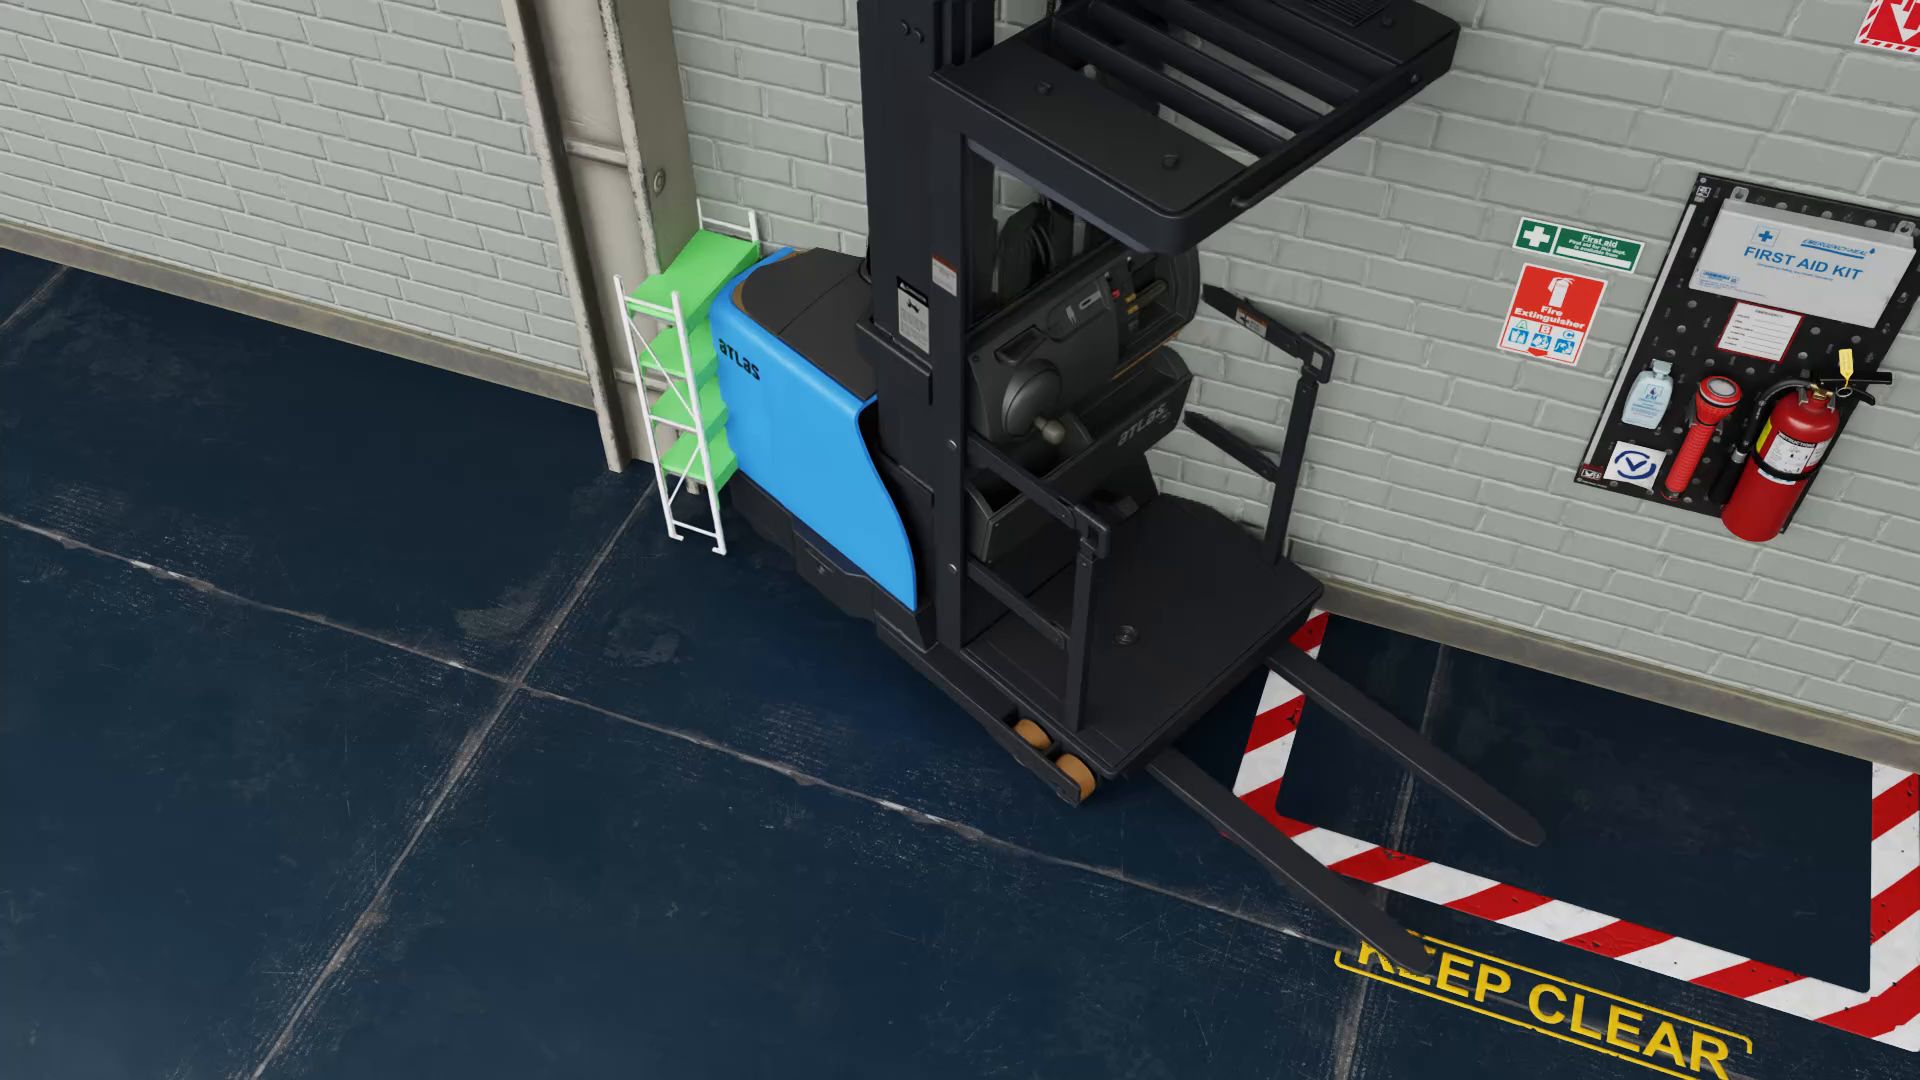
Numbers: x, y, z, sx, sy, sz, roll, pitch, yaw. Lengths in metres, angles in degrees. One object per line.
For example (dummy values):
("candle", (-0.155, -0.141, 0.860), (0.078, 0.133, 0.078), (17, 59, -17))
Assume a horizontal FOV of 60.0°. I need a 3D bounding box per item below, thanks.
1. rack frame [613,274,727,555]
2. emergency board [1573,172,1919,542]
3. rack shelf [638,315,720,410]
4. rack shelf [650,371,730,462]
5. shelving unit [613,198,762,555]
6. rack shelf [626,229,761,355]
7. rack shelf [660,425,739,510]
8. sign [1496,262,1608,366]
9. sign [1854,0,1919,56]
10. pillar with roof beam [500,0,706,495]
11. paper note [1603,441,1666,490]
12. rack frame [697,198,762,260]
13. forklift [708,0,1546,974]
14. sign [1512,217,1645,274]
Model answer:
("rack frame", (-0.994, -0.403, 5.774), (0.240, 1.200, 0.015), (18, 49, 18))
("emergency board", (2.189, -0.419, 4.628), (0.643, 1.169, 0.194), (16, 51, 13))
("rack shelf", (-0.894, -0.686, 5.801), (0.258, 0.148, 0.480), (18, 49, 18))
("rack shelf", (-0.888, -0.518, 5.972), (0.258, 0.148, 0.480), (18, 49, 18))
("shelving unit", (-0.890, -0.563, 5.927), (0.258, 1.200, 0.503), (18, 49, 18))
("rack shelf", (-0.901, -0.854, 5.630), (0.258, 0.148, 0.480), (18, 49, 18))
("rack shelf", (-0.881, -0.350, 6.144), (0.258, 0.148, 0.480), (18, 49, 18))
("sign", (1.706, -0.649, 4.804), (0.234, 0.329, 0.001), (16, 51, 13))
("sign", (2.216, -1.251, 3.815), (0.199, 0.298, 0.001), (16, 51, 13))
("pillar with roof beam", (-2.627, -0.229, 0.494), (0.400, 9.000, 9.100), (16, 51, 13))
("paper note", (2.046, -0.226, 5.044), (0.142, 0.148, 0.016), (16, 51, 13))
("rack frame", (-0.786, -0.722, 6.079), (0.240, 1.200, 0.015), (18, 49, 18))
("forklift", (0.526, -0.538, 4.777), (1.130, 2.935, 3.031), (-36, 58, -27))
("sign", (1.707, -0.815, 4.597), (0.331, 0.109, 0.001), (16, 51, 13))
